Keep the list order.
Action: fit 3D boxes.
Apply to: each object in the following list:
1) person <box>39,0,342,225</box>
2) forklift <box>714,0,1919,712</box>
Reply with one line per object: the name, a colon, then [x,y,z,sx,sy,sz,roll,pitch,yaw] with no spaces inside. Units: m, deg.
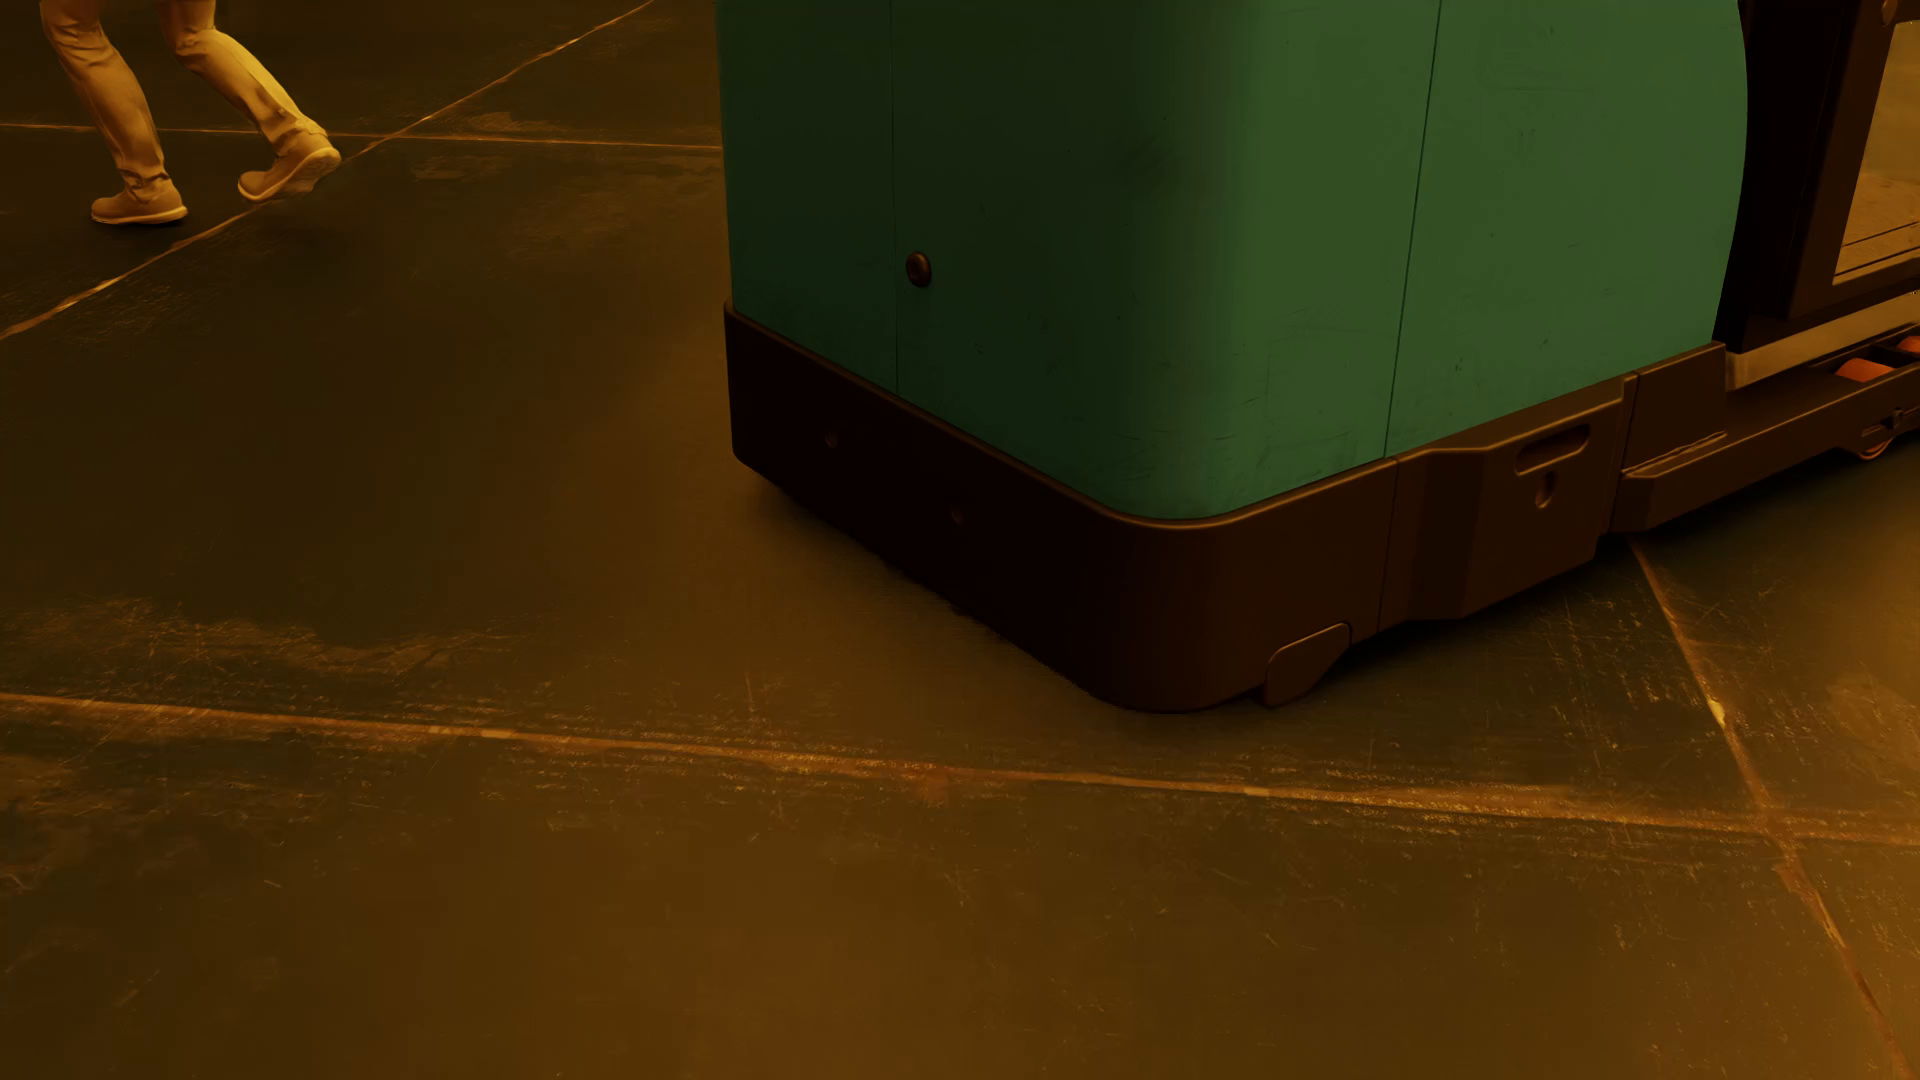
person: [-1.824,-1.445,3.647,0.710,1.588,0.559,12,29,23]
forklift: [1.130,-1.616,2.456,3.031,2.935,1.130,-18,32,-32]
